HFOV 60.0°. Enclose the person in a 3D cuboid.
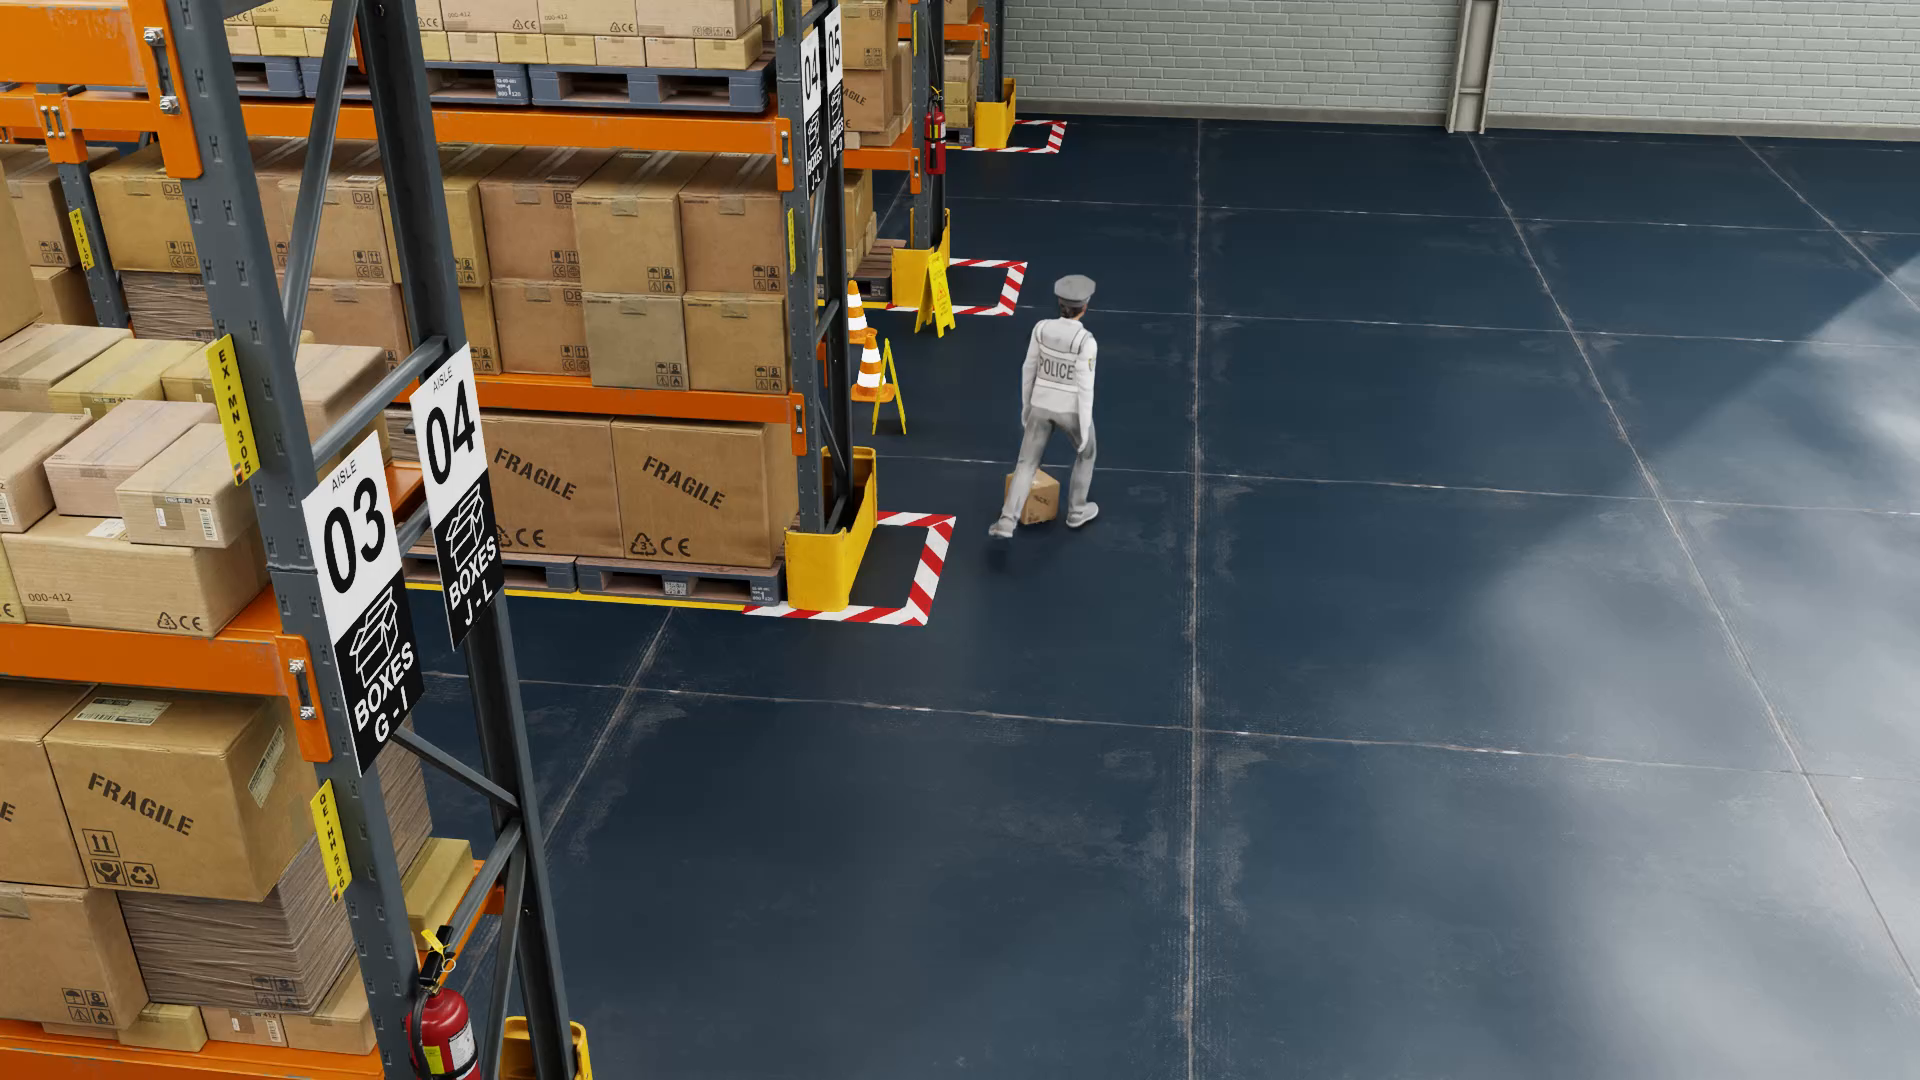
[{"bbox_3d":[0.542,-0.749,10.000,0.516,1.613,0.866,16,32,26],"label":"person"}]
